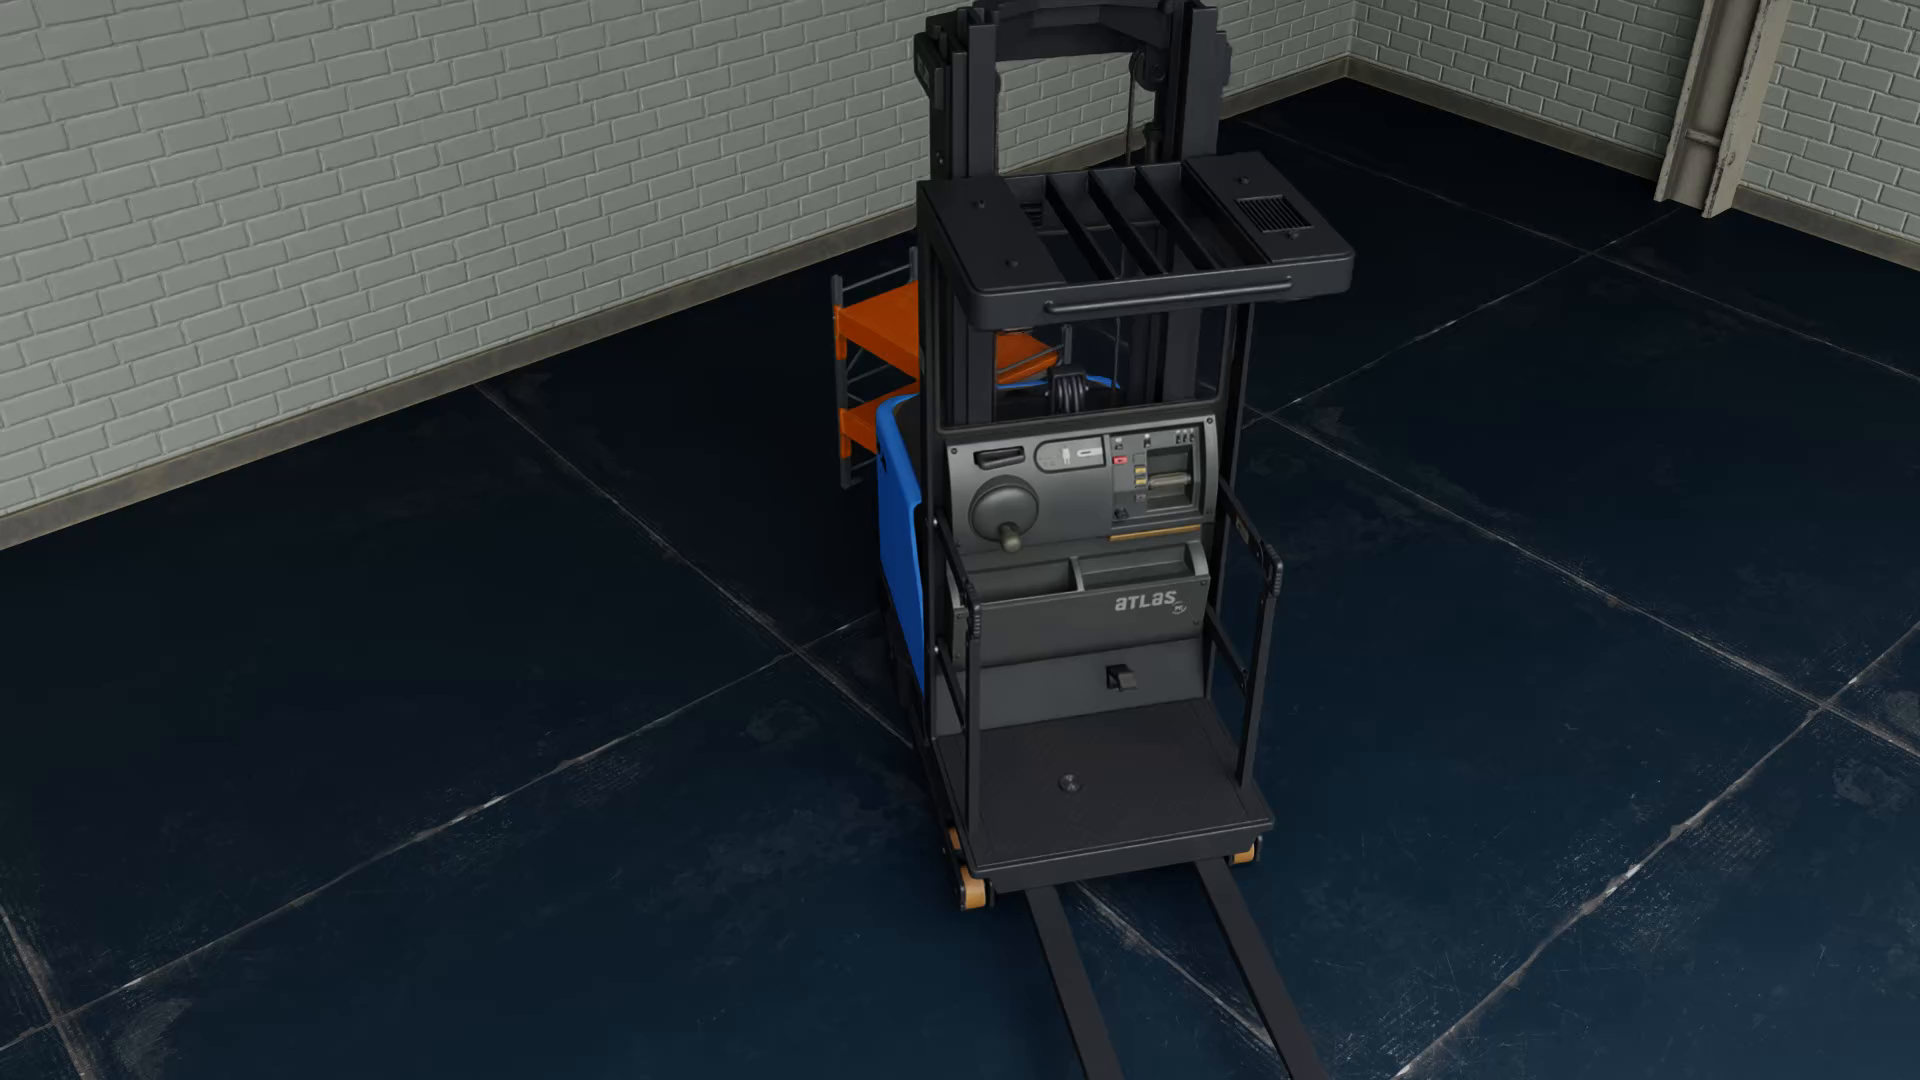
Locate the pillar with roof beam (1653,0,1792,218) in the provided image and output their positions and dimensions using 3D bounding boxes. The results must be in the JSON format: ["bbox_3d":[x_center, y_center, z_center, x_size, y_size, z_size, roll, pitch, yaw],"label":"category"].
[{"bbox_3d":[1.500,-4.272,5.997,9.100,9.000,0.400,-26,43,-32],"label":"pillar with roof beam"}]

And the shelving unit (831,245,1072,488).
[{"bbox_3d":[-0.052,-0.589,7.609,0.538,1.125,1.048,-26,43,-32],"label":"shelving unit"}]

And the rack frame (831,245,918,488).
[{"bbox_3d":[-0.383,-0.812,7.923,0.500,1.125,0.032,-26,43,-32],"label":"rack frame"}]

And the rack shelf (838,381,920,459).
[{"bbox_3d":[-0.052,-0.390,7.750,0.538,0.278,1.000,-26,43,-32],"label":"rack shelf"}]

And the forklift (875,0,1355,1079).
[{"bbox_3d":[0.465,-0.128,5.395,1.130,2.935,3.031,-7,36,-10],"label":"forklift"}]

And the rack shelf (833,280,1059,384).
[{"bbox_3d":[-0.052,-0.828,7.439,0.538,0.278,1.000,-26,43,-32],"label":"rack shelf"}]

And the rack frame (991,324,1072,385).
[{"bbox_3d":[0.279,-0.366,7.294,0.500,1.125,0.032,-26,43,-32],"label":"rack frame"}]
